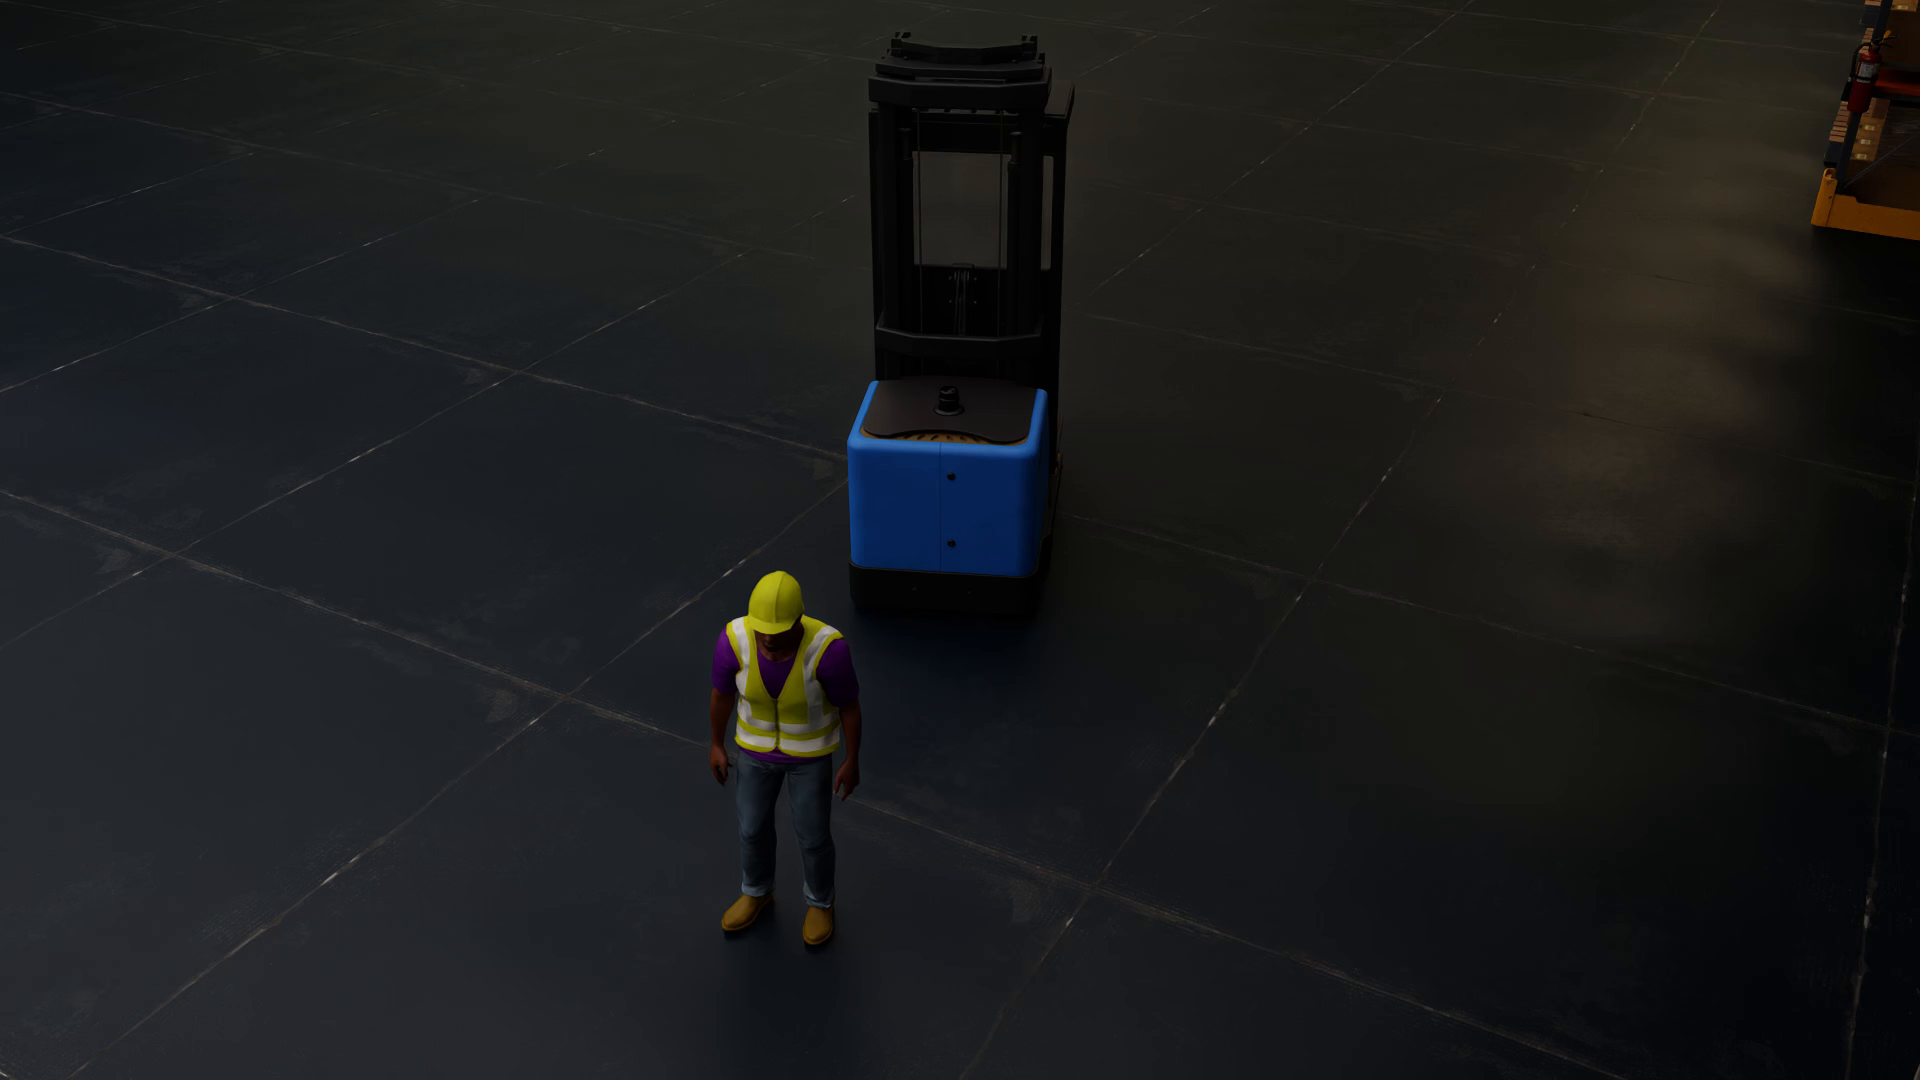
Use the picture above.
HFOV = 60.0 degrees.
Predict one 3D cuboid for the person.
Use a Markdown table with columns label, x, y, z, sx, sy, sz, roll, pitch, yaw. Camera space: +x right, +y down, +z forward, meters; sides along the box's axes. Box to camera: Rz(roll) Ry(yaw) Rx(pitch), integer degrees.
| label | x | y | z | sx | sy | sz | roll | pitch | yaw |
| --- | --- | --- | --- | --- | --- | --- | --- | --- | --- |
| person | -0.712 | 0.866 | 6.747 | 0.631 | 1.759 | 0.461 | 5 | 30 | 9 |

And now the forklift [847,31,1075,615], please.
| label | x | y | z | sx | sy | sz | roll | pitch | yaw |
| --- | --- | --- | --- | --- | --- | --- | --- | --- | --- |
| forklift | 0.072 | -1.572 | 9.794 | 1.130 | 2.935 | 3.031 | 3 | 30 | 6 |
